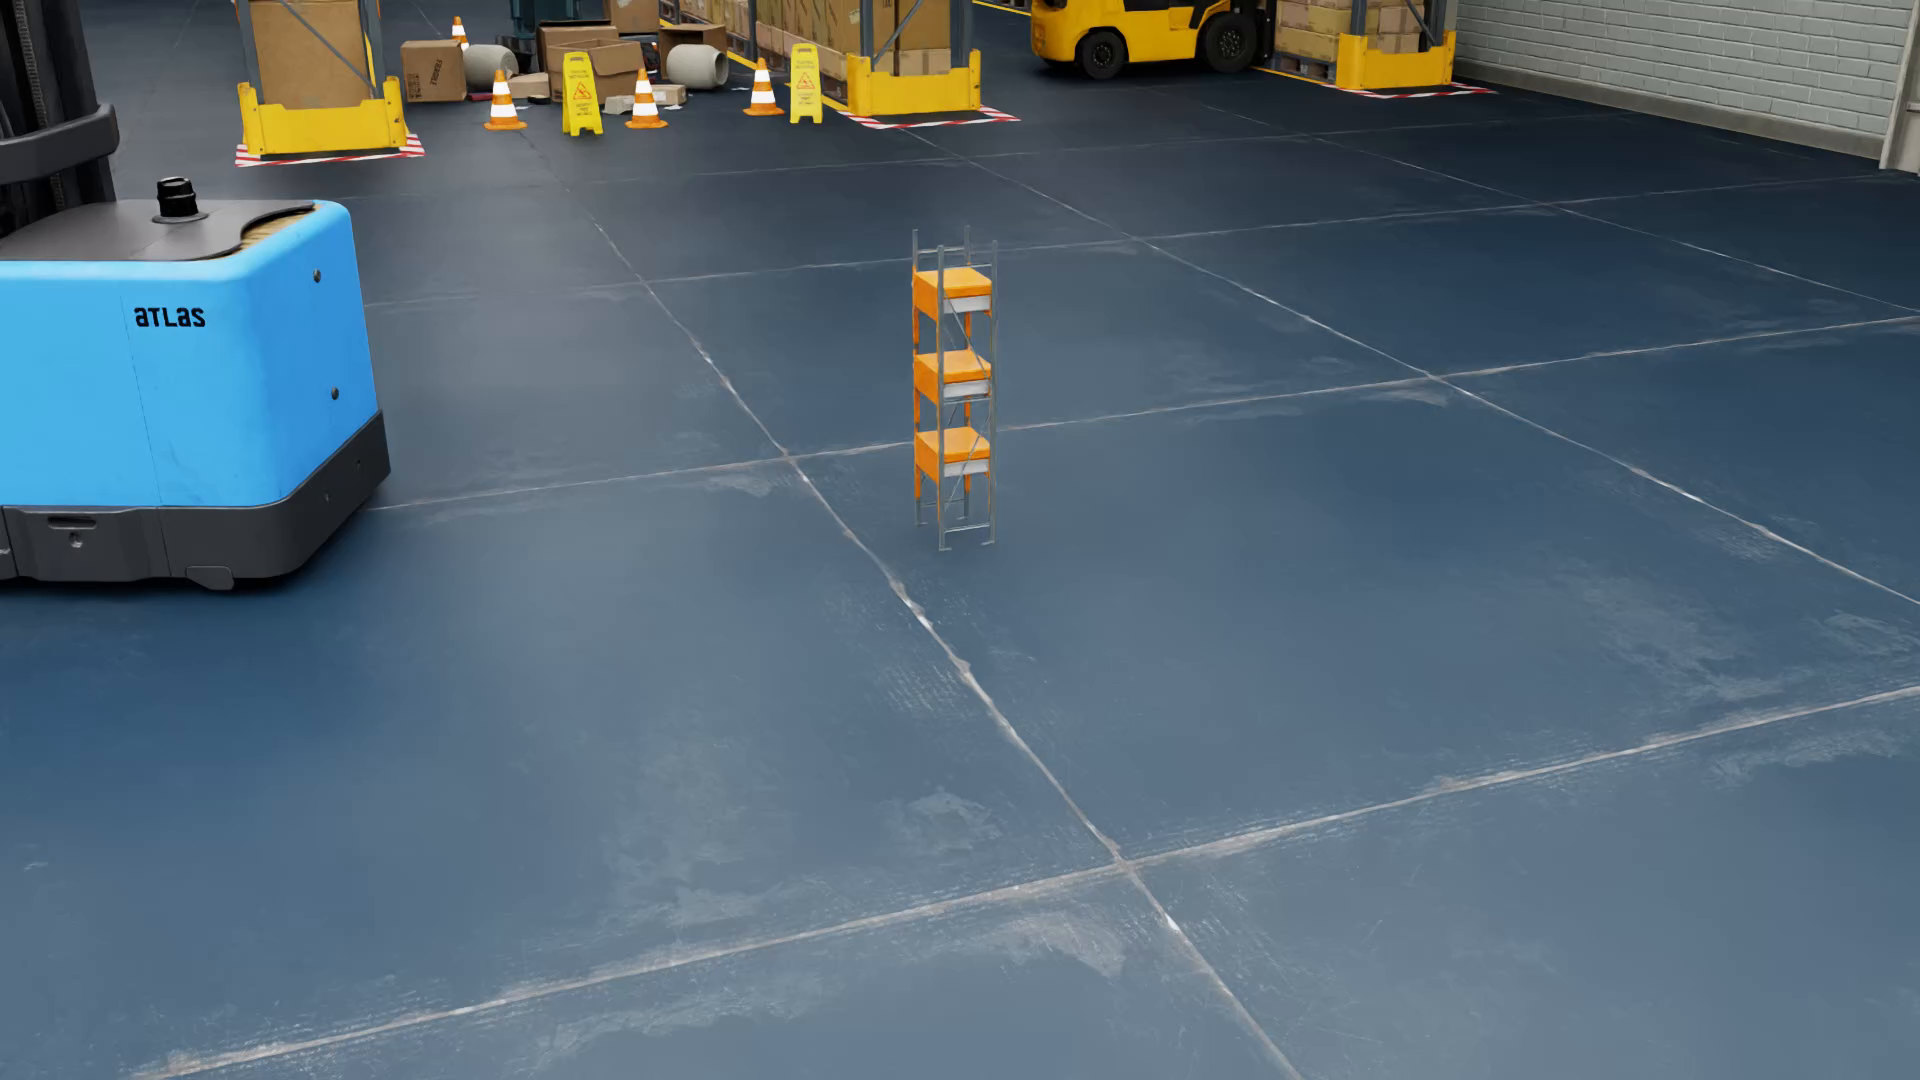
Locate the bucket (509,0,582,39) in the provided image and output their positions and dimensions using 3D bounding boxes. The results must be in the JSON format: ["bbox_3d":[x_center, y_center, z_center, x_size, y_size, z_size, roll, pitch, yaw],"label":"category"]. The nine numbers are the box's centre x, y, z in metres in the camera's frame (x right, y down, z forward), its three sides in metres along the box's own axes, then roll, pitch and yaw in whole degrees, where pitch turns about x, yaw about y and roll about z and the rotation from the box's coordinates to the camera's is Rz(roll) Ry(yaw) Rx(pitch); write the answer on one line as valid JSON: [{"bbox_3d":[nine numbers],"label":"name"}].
[{"bbox_3d":[-4.183,-5.392,16.938,0.726,0.611,0.620,0,13,-1],"label":"bucket"}]

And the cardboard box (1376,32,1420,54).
[{"bbox_3d":[4.273,-5.010,16.773,0.500,0.250,0.500,-8,24,-19],"label":"cardboard box"}]

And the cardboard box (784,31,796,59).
[{"bbox_3d":[-1.447,-4.939,16.606,0.500,0.250,0.500,-9,24,-20],"label":"cardboard box"}]

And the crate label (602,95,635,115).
[{"bbox_3d":[-2.992,-3.857,14.724,0.298,0.136,0.250,18,29,36],"label":"crate label"}]

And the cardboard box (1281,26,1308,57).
[{"bbox_3d":[3.635,-5.114,17.020,0.500,0.250,0.500,-8,24,-19],"label":"cardboard box"}]

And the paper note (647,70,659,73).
[{"bbox_3d":[-3.201,-4.854,17.227,0.148,0.019,0.142,-8,24,-19],"label":"paper note"}]

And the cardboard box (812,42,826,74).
[{"bbox_3d":[-1.092,-4.568,15.725,0.500,0.250,0.500,-8,24,-19],"label":"cardboard box"}]

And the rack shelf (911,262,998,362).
[{"bbox_3d":[-0.019,-0.755,5.486,0.215,0.259,0.240,-8,24,-19],"label":"rack shelf"}]

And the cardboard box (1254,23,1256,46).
[{"bbox_3d":[3.262,-5.482,17.895,0.500,0.250,0.500,-8,24,-17],"label":"cardboard box"}]

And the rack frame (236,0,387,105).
[{"bbox_3d":[-4.974,-4.479,12.516,1.000,3.000,0.127,-8,24,-19],"label":"rack frame"}]

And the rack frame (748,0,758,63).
[{"bbox_3d":[-1.792,-6.649,17.663,1.000,3.000,0.127,-8,24,-19],"label":"rack frame"}]

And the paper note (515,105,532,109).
[{"bbox_3d":[-3.925,-3.898,14.961,0.144,0.017,0.142,0,23,-1],"label":"paper note"}]

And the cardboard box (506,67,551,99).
[{"bbox_3d":[-4.057,-4.301,15.613,0.396,0.266,0.258,-4,23,-10],"label":"cardboard box"}]

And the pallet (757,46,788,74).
[{"bbox_3d":[-1.522,-5.125,17.637,1.003,0.211,1.213,-8,24,-19],"label":"pallet"}]

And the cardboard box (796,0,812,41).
[{"bbox_3d":[-1.265,-5.096,16.013,0.500,0.500,0.500,-9,24,-20],"label":"cardboard box"}]

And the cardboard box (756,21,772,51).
[{"bbox_3d":[-1.836,-5.324,17.519,0.500,0.250,0.500,-10,25,-21],"label":"cardboard box"}]

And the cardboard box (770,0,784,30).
[{"bbox_3d":[-1.636,-5.476,16.915,0.500,0.500,0.500,-7,24,-17],"label":"cardboard box"}]

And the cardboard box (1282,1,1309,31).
[{"bbox_3d":[3.632,-5.352,16.943,0.500,0.250,0.500,-9,24,-20],"label":"cardboard box"}]

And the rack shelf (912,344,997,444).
[{"bbox_3d":[-0.019,-0.493,5.596,0.215,0.259,0.240,-8,24,-19],"label":"rack shelf"}]

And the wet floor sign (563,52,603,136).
[{"bbox_3d":[-3.112,-3.656,13.593,0.267,0.644,0.232,-13,26,-28],"label":"wet floor sign"}]

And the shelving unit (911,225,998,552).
[{"bbox_3d":[-0.019,-0.503,5.592,0.215,1.050,0.252,-8,24,-19],"label":"shelving unit"}]

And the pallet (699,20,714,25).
[{"bbox_3d":[-2.503,-6.090,19.928,1.003,0.211,1.213,-8,24,-19],"label":"pallet"}]

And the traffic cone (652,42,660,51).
[{"bbox_3d":[-3.540,-5.738,18.769,0.336,0.463,0.334,-8,24,-19],"label":"traffic cone"}]

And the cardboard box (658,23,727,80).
[{"bbox_3d":[-2.687,-4.922,16.781,0.500,0.500,0.500,8,24,18],"label":"cardboard box"}]

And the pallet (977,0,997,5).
[{"bbox_3d":[0.781,-8.219,24.978,1.003,0.211,1.213,-8,24,-19],"label":"pallet"}]

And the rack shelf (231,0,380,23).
[{"bbox_3d":[-5.681,-4.875,14.380,1.077,0.370,4.000,-8,24,-19],"label":"rack shelf"}]

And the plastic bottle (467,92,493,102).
[{"bbox_3d":[-4.420,-4.120,15.446,0.283,0.061,0.133,-18,29,-37],"label":"plastic bottle"}]

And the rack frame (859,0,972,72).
[{"bbox_3d":[-0.379,-5.195,14.214,1.000,3.000,0.127,-8,24,-19],"label":"rack frame"}]

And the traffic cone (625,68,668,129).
[{"bbox_3d":[-2.656,-3.730,14.003,0.336,0.463,0.334,-8,24,-19],"label":"traffic cone"}]

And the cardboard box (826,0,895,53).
[{"bbox_3d":[-0.906,-4.723,15.127,0.500,0.500,0.500,-8,24,-19],"label":"cardboard box"}]

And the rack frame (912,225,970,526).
[{"bbox_3d":[-0.062,-0.548,5.697,0.200,1.050,0.008,-8,24,-19],"label":"rack frame"}]

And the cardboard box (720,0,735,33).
[{"bbox_3d":[-2.237,-6.082,19.162,0.950,0.372,0.625,-7,24,-16],"label":"cardboard box"}]

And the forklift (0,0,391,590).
[{"bbox_3d":[-3.630,-1.376,5.241,3.031,2.935,1.130,0,23,1],"label":"forklift"}]

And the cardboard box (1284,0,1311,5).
[{"bbox_3d":[3.623,-5.574,16.825,0.500,0.250,0.500,-8,24,-18],"label":"cardboard box"}]

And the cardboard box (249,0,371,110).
[{"bbox_3d":[-5.276,-3.931,13.410,0.875,0.875,0.875,-8,24,-19],"label":"cardboard box"}]

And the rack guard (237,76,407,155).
[{"bbox_3d":[-4.966,-3.319,12.981,1.175,0.500,0.348,-8,24,-19],"label":"rack guard"}]

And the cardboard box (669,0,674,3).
[{"bbox_3d":[-3.372,-7.579,22.065,0.875,0.875,0.875,-9,24,-19],"label":"cardboard box"}]

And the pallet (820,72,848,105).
[{"bbox_3d":[-0.660,-4.238,15.533,1.003,0.211,1.213,-8,24,-19],"label":"pallet"}]

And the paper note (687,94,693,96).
[{"bbox_3d":[-2.551,-4.205,15.714,0.032,0.001,0.123,-8,24,-19],"label":"paper note"}]

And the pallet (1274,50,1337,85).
[{"bbox_3d":[3.954,-4.865,17.021,1.003,0.211,1.213,-8,24,-19],"label":"pallet"}]

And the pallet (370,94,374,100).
[{"bbox_3d":[-5.330,-3.474,13.721,1.003,0.211,1.213,-8,24,-19],"label":"pallet"}]

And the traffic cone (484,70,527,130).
[{"bbox_3d":[-3.834,-3.698,13.929,0.336,0.463,0.334,-8,24,-19],"label":"traffic cone"}]

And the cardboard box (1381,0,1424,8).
[{"bbox_3d":[4.270,-5.466,16.568,0.500,0.250,0.500,-9,24,-20],"label":"cardboard box"}]

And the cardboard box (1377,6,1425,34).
[{"bbox_3d":[4.291,-5.234,16.662,0.500,0.250,0.500,-8,24,-18],"label":"cardboard box"}]

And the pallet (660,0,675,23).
[{"bbox_3d":[-3.413,-7.114,22.357,1.003,0.211,1.213,-8,24,-19],"label":"pallet"}]

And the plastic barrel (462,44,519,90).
[{"bbox_3d":[-4.552,-4.544,15.986,0.512,0.421,0.421,8,24,18],"label":"plastic barrel"}]

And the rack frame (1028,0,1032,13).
[{"bbox_3d":[1.437,-8.785,22.730,1.000,3.000,0.127,-8,24,-19],"label":"rack frame"}]

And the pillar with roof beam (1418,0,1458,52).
[{"bbox_3d":[0.833,-8.428,14.161,9.100,9.000,0.400,-8,24,-19],"label":"pillar with roof beam"}]

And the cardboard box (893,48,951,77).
[{"bbox_3d":[-0.405,-4.453,15.452,0.500,0.250,0.500,-9,24,-19],"label":"cardboard box"}]

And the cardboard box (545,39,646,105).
[{"bbox_3d":[-3.368,-4.336,15.389,0.637,0.503,0.797,12,26,27],"label":"cardboard box"}]

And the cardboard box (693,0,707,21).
[{"bbox_3d":[-2.747,-6.611,20.416,0.950,0.372,0.625,-9,24,-20],"label":"cardboard box"}]
